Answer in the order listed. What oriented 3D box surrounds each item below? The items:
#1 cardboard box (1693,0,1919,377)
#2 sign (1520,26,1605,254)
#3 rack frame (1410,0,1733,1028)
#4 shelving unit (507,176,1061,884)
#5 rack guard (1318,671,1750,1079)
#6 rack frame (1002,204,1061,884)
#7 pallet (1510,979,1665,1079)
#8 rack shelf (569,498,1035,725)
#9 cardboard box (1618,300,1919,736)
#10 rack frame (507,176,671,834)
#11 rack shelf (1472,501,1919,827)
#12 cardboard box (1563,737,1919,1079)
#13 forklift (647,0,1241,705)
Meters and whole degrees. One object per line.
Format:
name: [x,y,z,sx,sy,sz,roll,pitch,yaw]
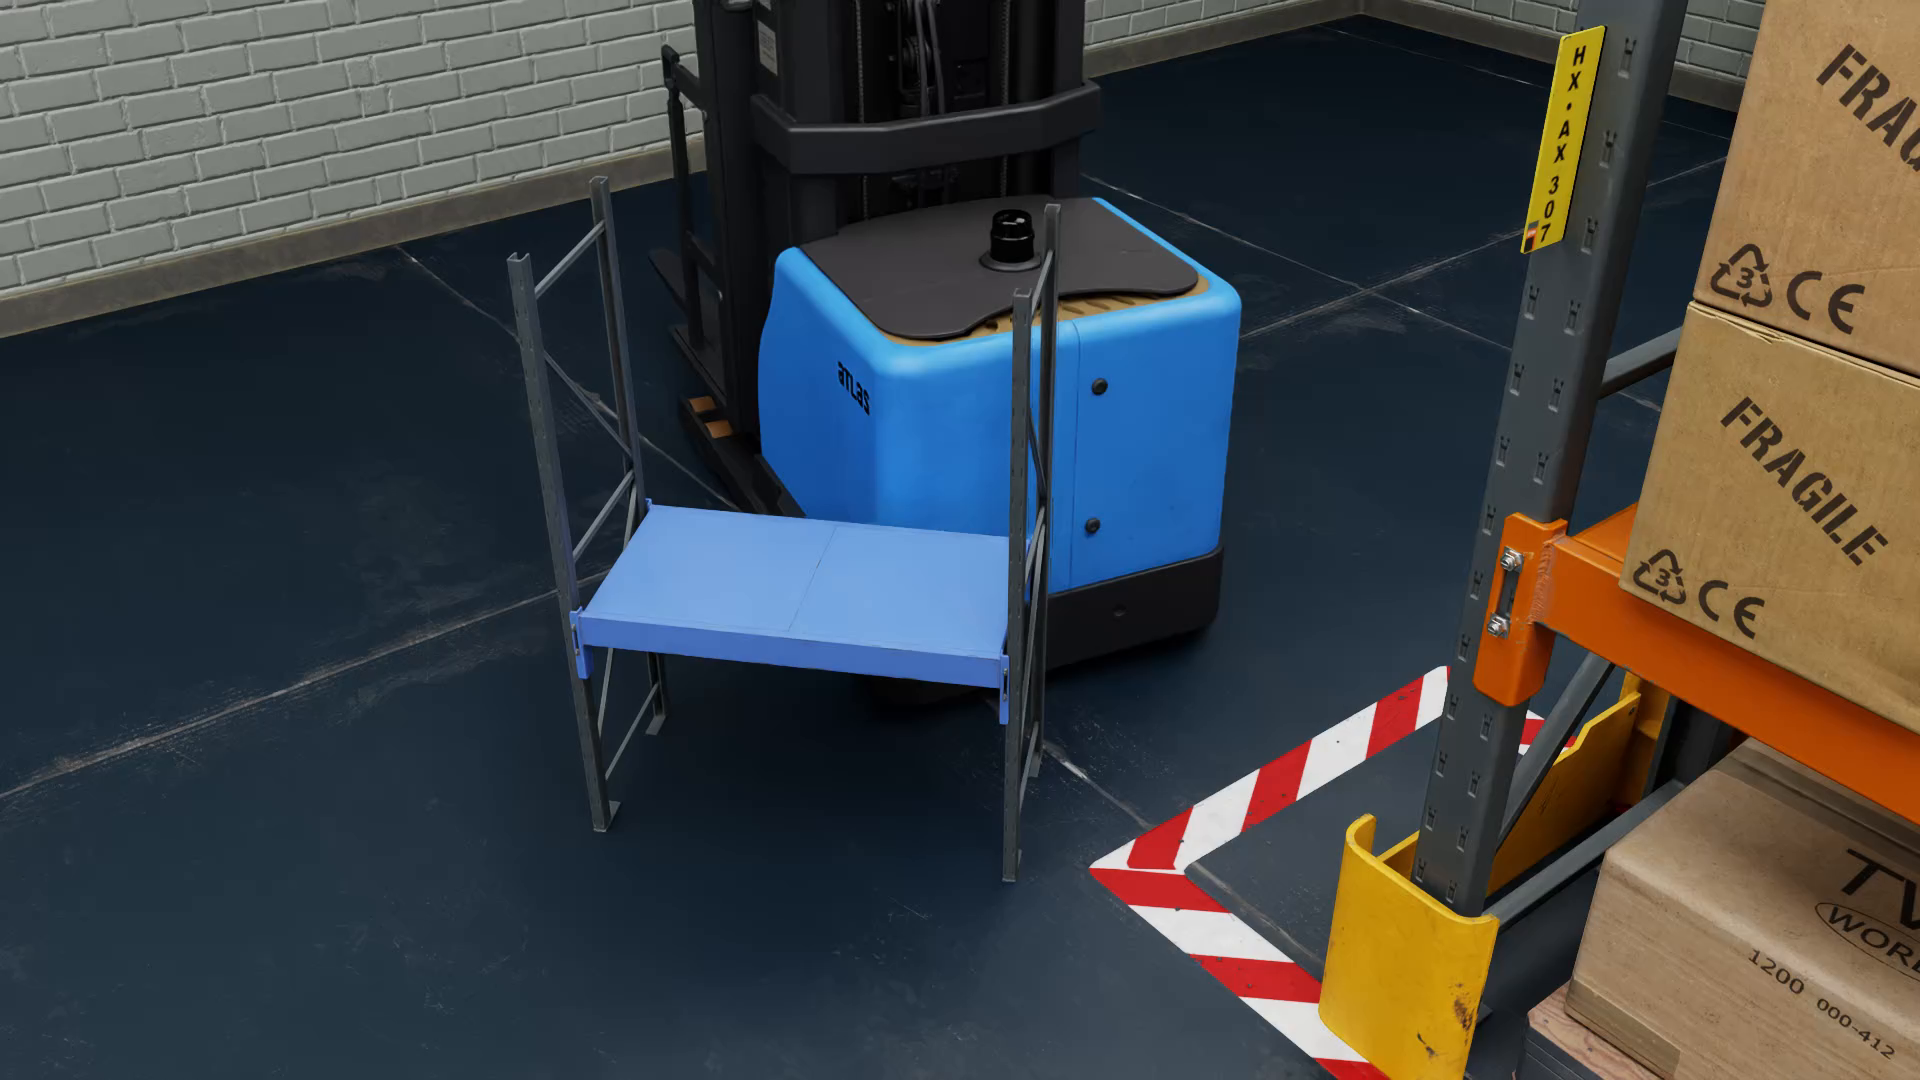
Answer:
cardboard box: [1.400,-0.538,2.230,0.500,0.500,0.500,-23,39,-32]
sign: [0.889,-0.587,2.456,0.100,0.325,0.005,-22,38,-31]
rack frame: [1.331,-0.363,2.991,1.000,3.000,0.127,-22,38,-31]
shelving unit: [-0.342,0.000,3.829,1.048,1.500,0.538,5,32,8]
rack guard: [1.316,0.689,3.666,1.175,0.500,0.348,-22,38,-31]
rack frame: [0.159,0.046,3.754,0.032,1.500,0.500,5,32,8]
pallet: [1.883,1.130,3.231,1.003,0.211,1.213,-22,38,-31]
rack shelf: [-0.342,0.153,3.924,1.000,0.185,0.538,5,32,8]
cardboard box: [1.399,-0.112,2.493,0.500,0.500,0.500,-23,38,-32]
rack frame: [-0.843,-0.046,3.903,0.032,1.500,0.500,5,32,8]
rack shelf: [2.557,0.777,1.838,1.077,0.370,4.000,-22,38,-31]
cardboard box: [1.815,0.790,3.165,0.875,0.438,0.875,-24,39,-33]
forklift: [-0.327,-1.570,4.999,1.130,2.935,3.031,-13,34,-21]
